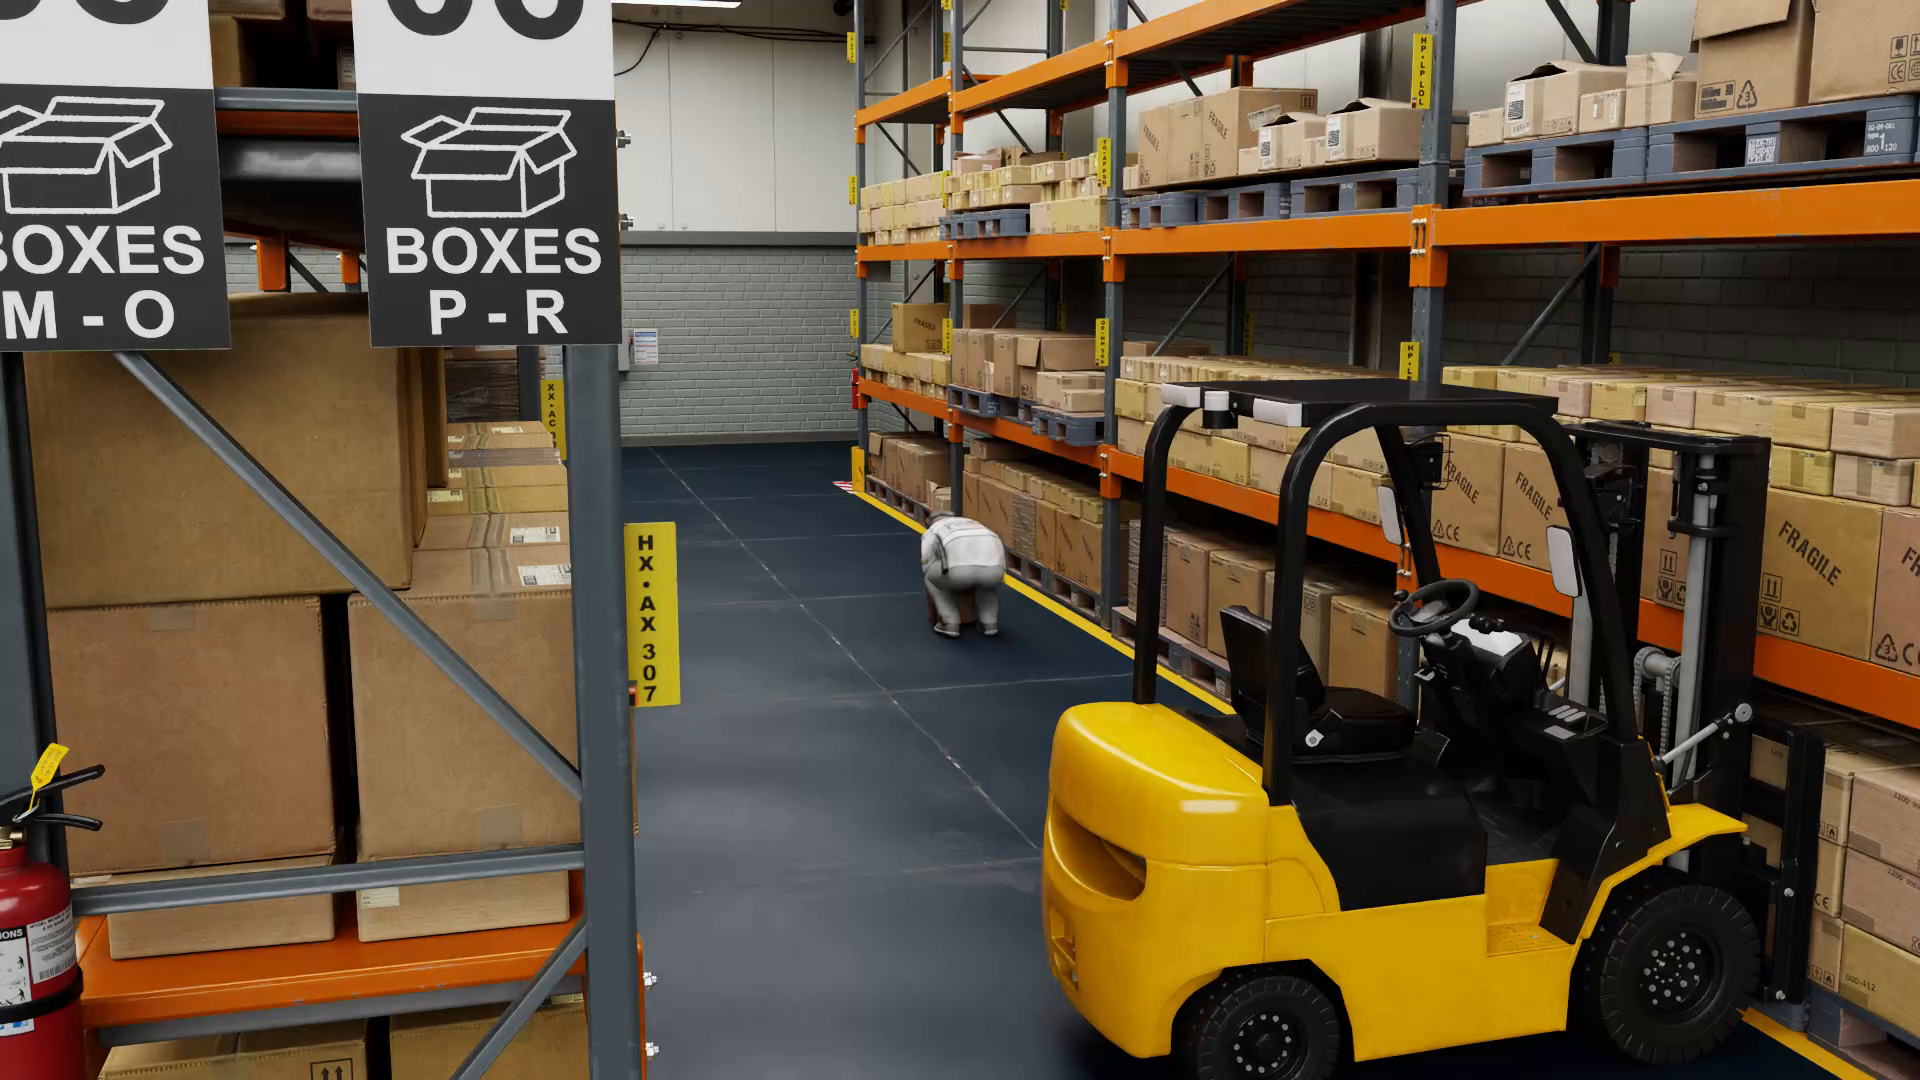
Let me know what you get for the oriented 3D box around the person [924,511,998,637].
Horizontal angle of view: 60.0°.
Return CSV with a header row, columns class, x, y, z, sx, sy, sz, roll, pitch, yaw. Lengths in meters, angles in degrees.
class,x,y,z,sx,sy,sz,roll,pitch,yaw
person,-0.008,0.227,11.942,0.449,0.807,0.858,-2,9,-13
